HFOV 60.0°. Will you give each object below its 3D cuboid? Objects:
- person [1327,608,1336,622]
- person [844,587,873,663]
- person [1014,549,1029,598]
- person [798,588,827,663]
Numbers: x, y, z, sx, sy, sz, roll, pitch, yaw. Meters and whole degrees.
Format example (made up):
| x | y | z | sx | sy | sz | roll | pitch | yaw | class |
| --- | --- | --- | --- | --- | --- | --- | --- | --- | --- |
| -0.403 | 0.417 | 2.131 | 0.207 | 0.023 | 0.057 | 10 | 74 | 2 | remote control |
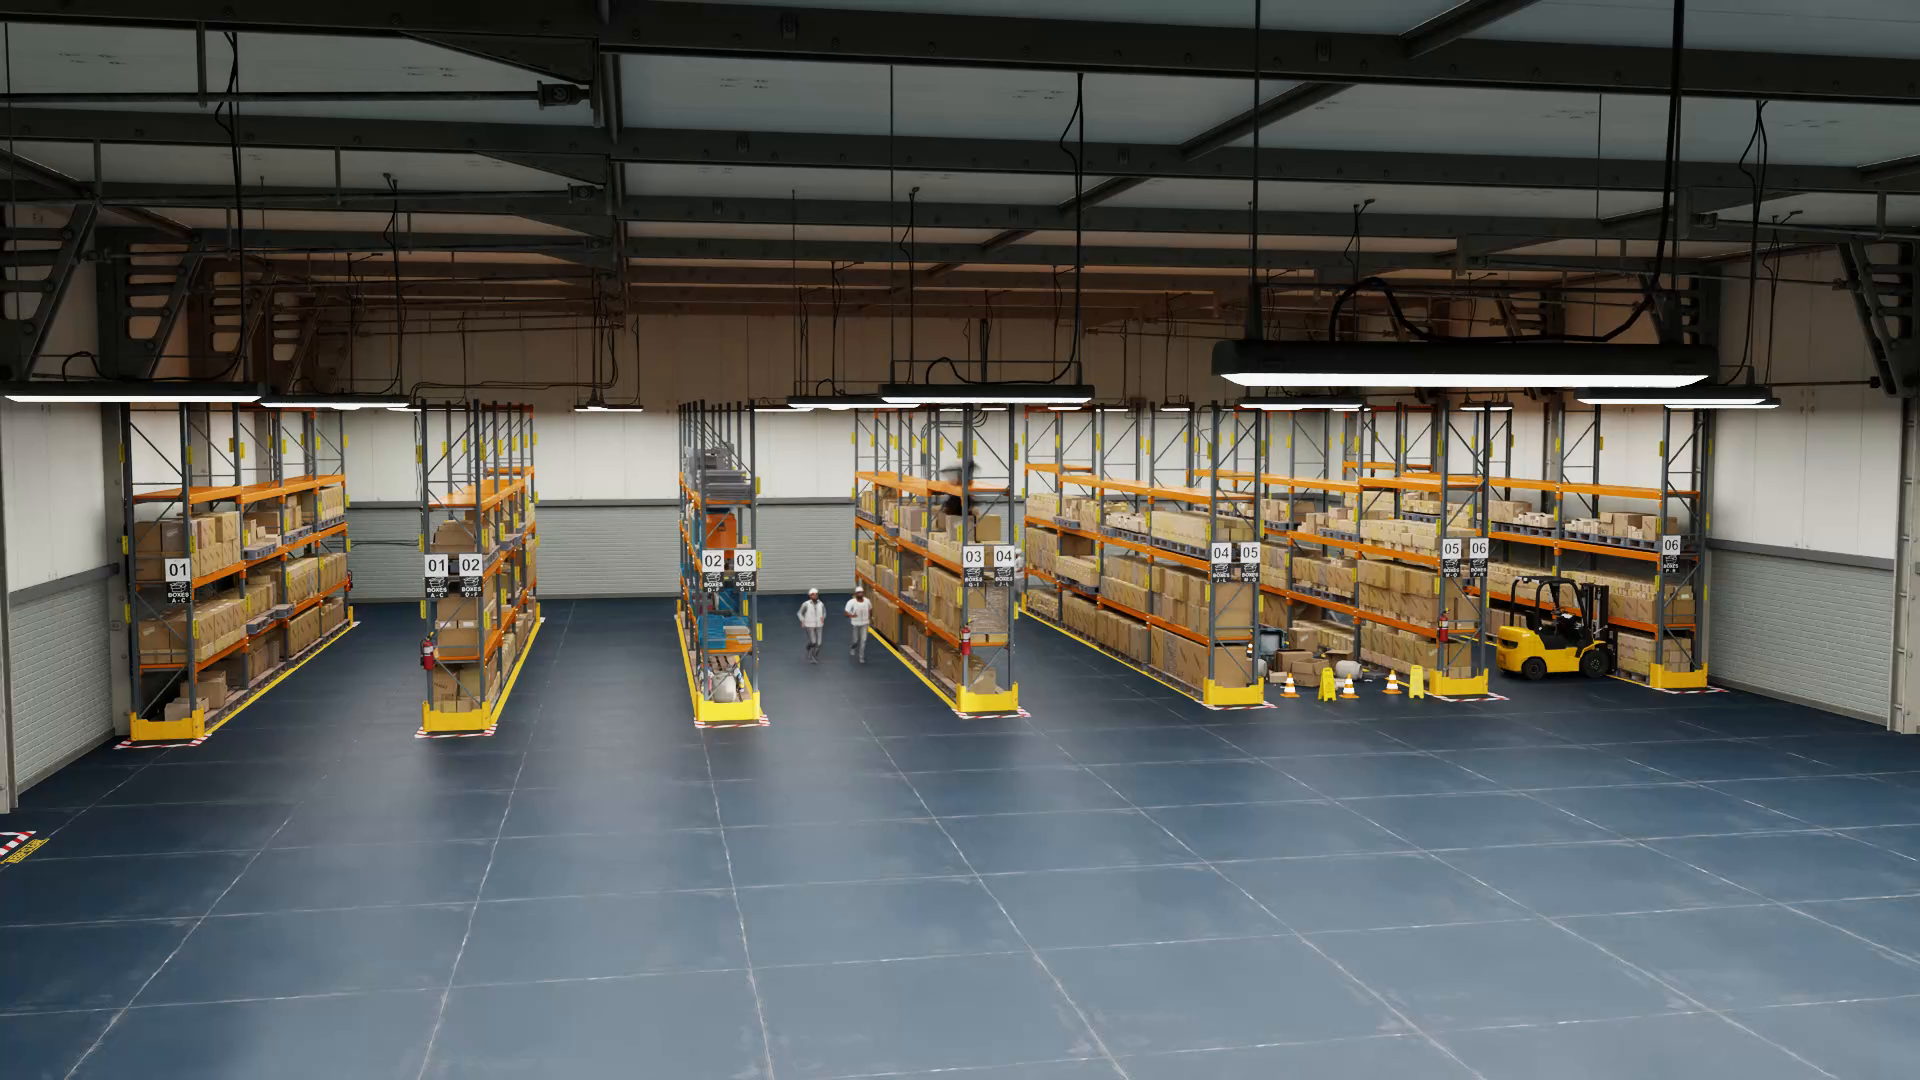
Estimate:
| x | y | z | sx | sy | sz | roll | pitch | yaw | class |
| --- | --- | --- | --- | --- | --- | --- | --- | --- | --- |
| 9.835 | 1.536 | 44.060 | 0.598 | 1.718 | 0.862 | -1 | 4 | -16 | person |
| -2.332 | 1.943 | 38.492 | 0.709 | 1.740 | 0.804 | -1 | 5 | -17 | person |
| 1.748 | 1.137 | 49.658 | 0.850 | 1.779 | 0.735 | -1 | 4 | -14 | person |
| -3.347 | 1.979 | 38.174 | 0.658 | 1.731 | 0.570 | -2 | 5 | -24 | person |
